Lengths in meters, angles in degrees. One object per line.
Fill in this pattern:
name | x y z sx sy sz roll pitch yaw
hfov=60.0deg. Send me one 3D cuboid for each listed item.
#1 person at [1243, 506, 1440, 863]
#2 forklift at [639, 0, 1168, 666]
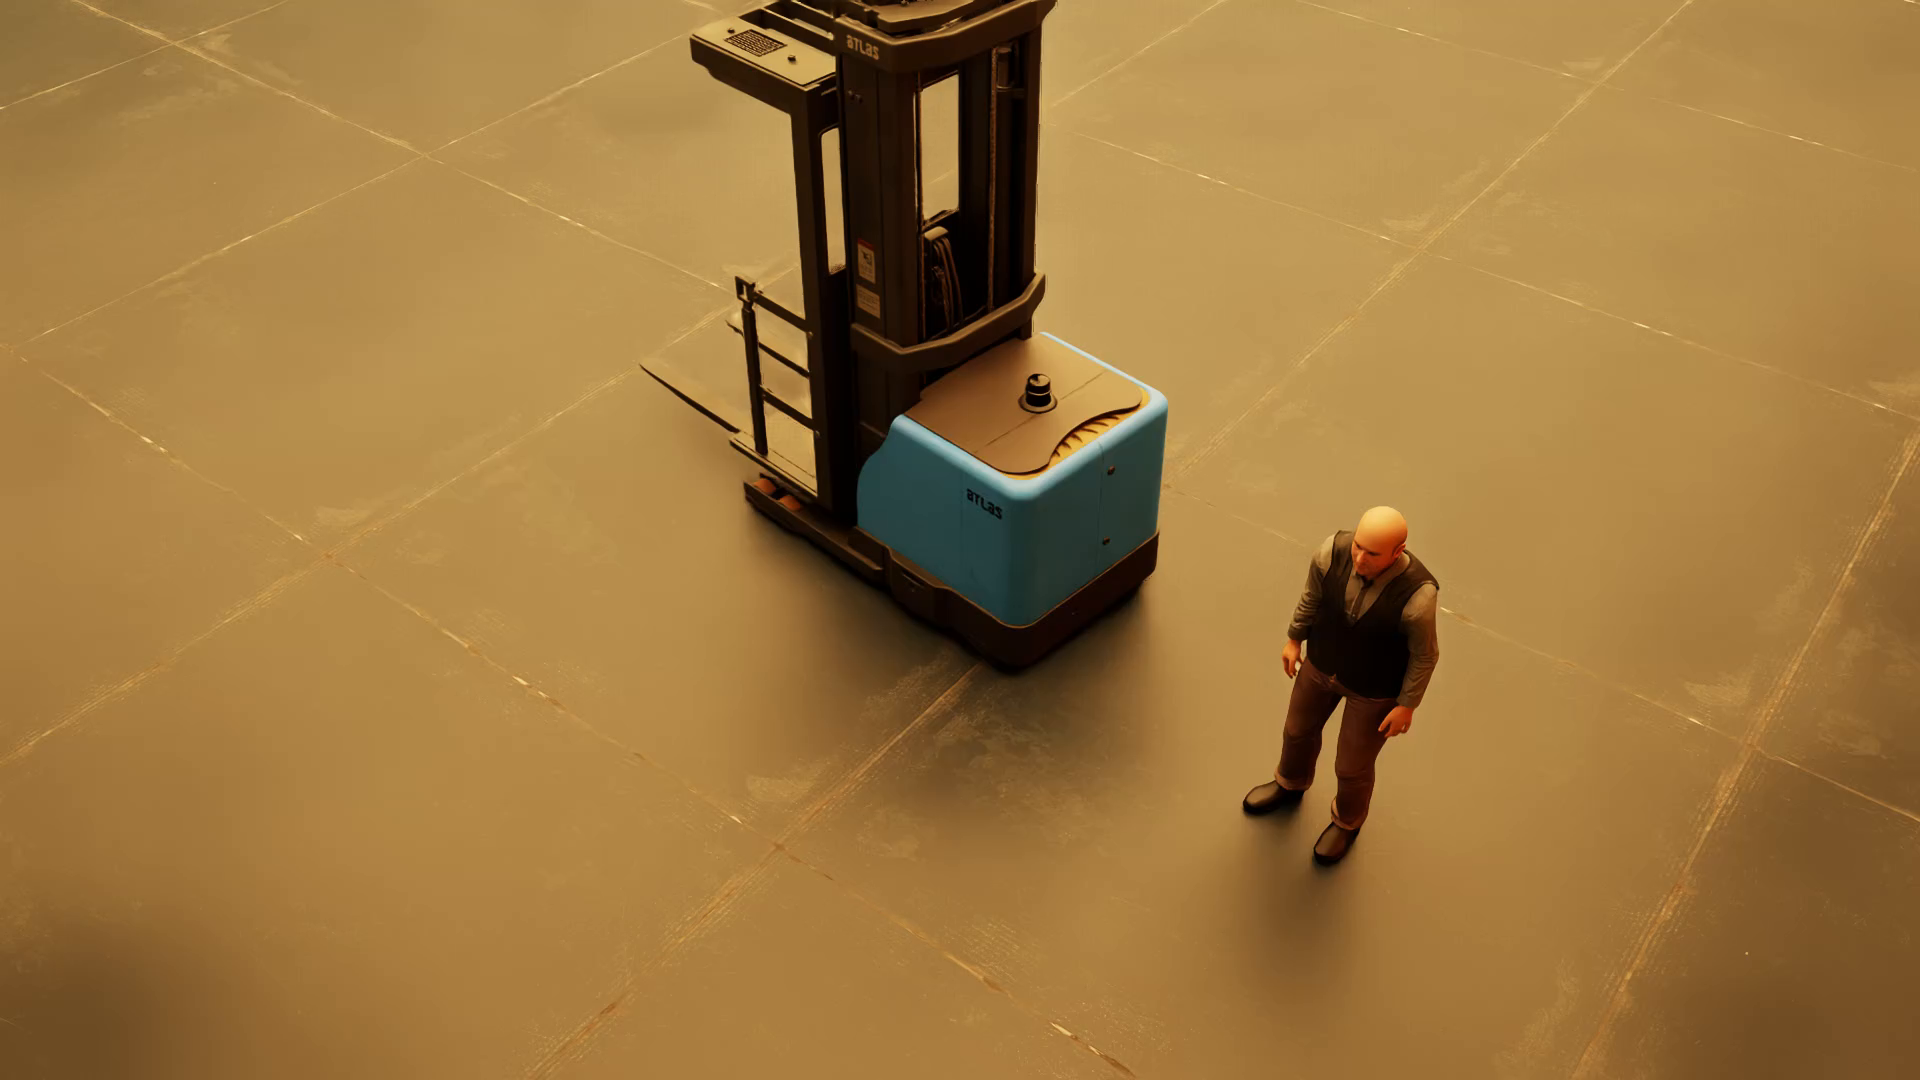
person | 1.520 0.514 6.405 0.415 1.721 0.596 -32 50 -32
forklift | -0.453 -1.389 7.704 3.031 2.935 1.130 33 50 32
